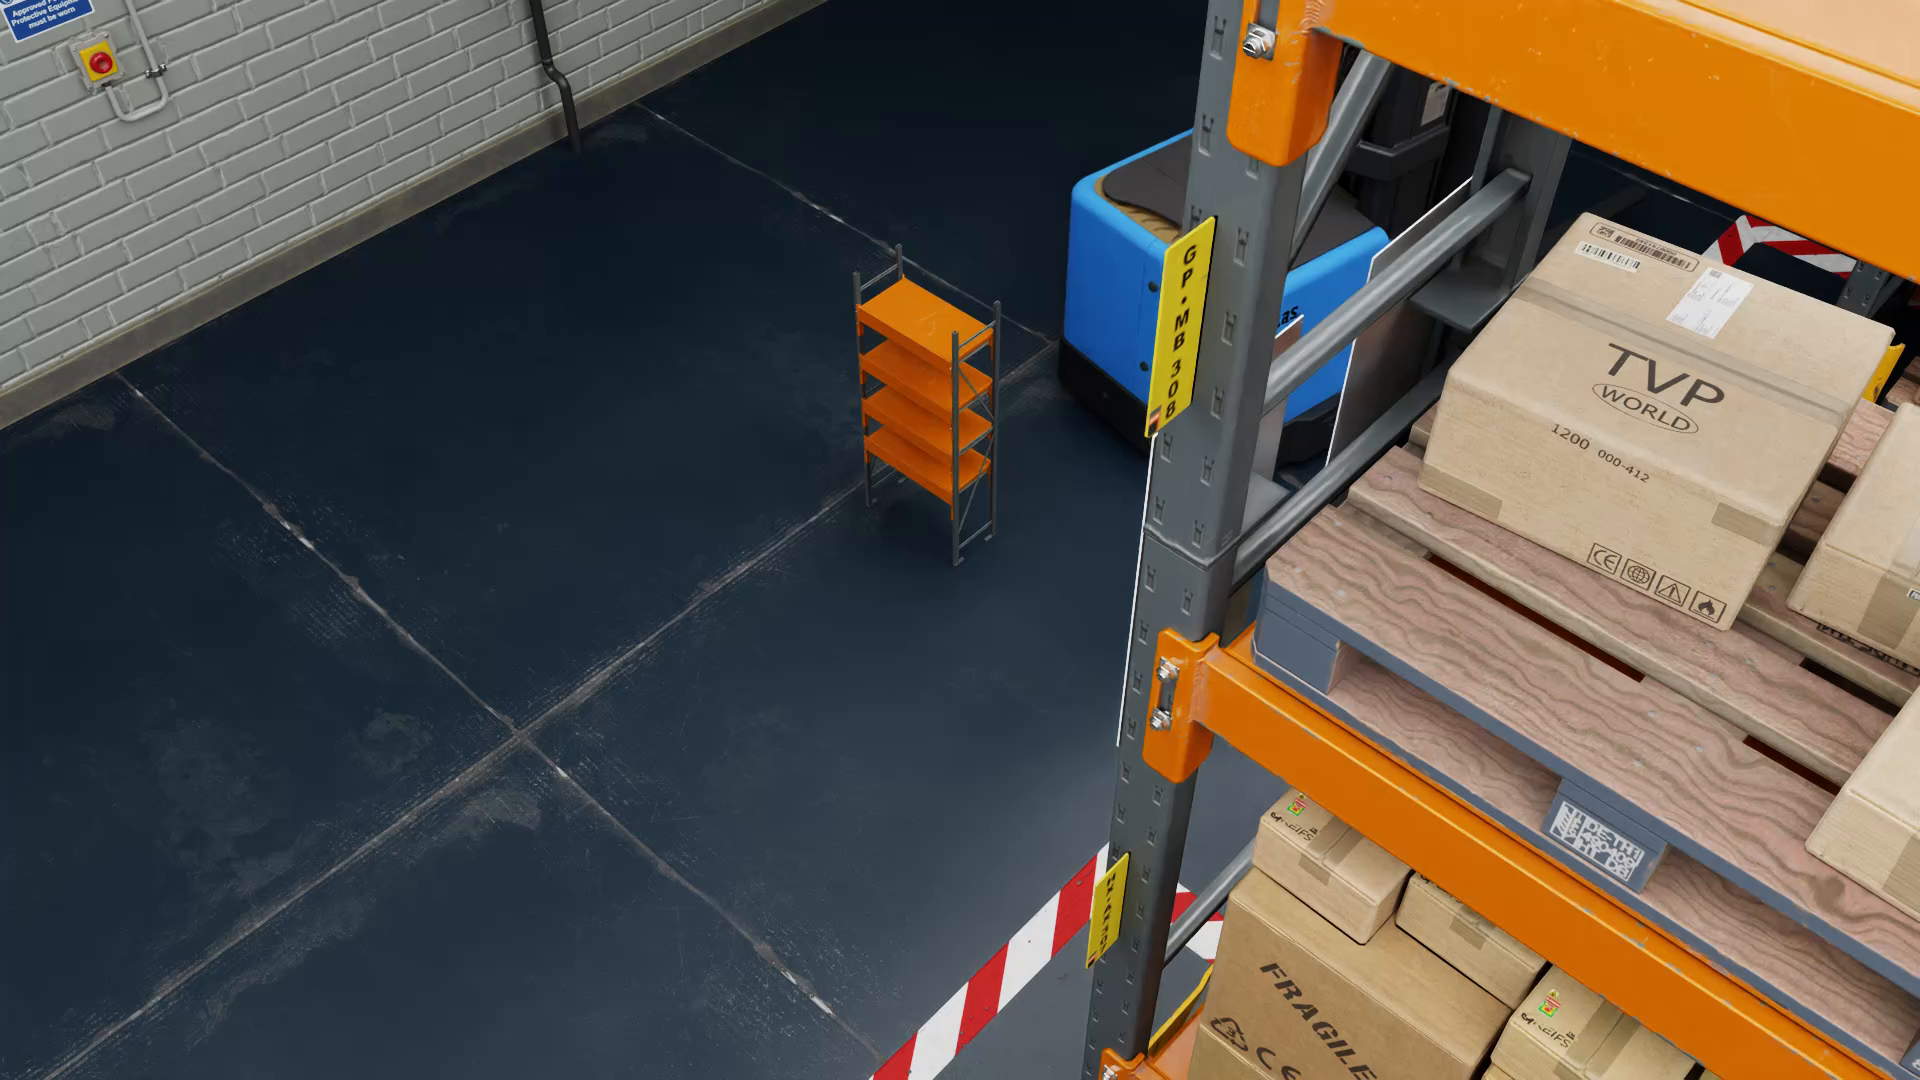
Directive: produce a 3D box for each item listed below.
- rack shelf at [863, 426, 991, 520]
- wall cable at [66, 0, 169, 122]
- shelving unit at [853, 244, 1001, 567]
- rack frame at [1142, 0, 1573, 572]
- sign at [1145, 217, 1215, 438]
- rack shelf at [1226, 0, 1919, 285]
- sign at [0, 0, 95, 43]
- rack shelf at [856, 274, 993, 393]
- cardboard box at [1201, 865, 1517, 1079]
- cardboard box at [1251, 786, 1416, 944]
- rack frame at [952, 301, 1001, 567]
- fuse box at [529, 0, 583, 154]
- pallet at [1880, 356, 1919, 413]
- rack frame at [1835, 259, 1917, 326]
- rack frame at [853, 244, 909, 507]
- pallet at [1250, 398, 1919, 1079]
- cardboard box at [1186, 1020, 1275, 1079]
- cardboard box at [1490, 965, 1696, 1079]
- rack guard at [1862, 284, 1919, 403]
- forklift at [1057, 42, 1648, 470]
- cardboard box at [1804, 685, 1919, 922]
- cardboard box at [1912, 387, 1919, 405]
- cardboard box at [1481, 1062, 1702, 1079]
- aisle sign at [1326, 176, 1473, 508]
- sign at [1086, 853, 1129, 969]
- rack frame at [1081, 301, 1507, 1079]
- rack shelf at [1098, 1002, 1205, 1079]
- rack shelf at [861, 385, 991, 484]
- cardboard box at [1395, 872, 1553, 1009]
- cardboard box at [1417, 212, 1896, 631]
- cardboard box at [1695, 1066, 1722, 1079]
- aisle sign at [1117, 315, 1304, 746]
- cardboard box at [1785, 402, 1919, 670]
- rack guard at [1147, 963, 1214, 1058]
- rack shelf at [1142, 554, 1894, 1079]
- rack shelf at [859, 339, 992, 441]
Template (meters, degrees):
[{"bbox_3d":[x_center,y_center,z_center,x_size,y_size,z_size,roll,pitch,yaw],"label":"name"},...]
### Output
[{"bbox_3d":[-0.122,-0.311,6.583,0.480,0.148,0.258,34,55,28],"label":"rack shelf"},{"bbox_3d":[-3.484,-2.356,6.186,0.123,1.953,0.585,34,55,28],"label":"wall cable"},{"bbox_3d":[-0.122,-0.493,6.389,0.503,1.200,0.258,34,55,28],"label":"shelving unit"},{"bbox_3d":[0.676,-1.276,1.775,0.127,3.000,1.000,34,55,28],"label":"rack frame"},{"bbox_3d":[0.295,-0.281,2.245,0.005,0.325,0.100,34,55,28],"label":"sign"},{"bbox_3d":[2.146,0.097,1.255,4.000,0.370,1.077,34,55,28],"label":"rack shelf"},{"bbox_3d":[-3.561,-2.094,6.474,0.001,0.218,0.327,34,55,28],"label":"sign"},{"bbox_3d":[-0.122,-0.762,6.103,0.480,0.148,0.258,34,55,28],"label":"rack shelf"},{"bbox_3d":[0.835,0.791,3.195,0.500,0.500,0.500,33,55,27],"label":"cardboard box"},{"bbox_3d":[0.749,0.503,3.020,0.250,0.149,0.380,35,56,28],"label":"cardboard box"},{"bbox_3d":[0.058,-0.372,6.276,0.015,1.200,0.240,34,55,28],"label":"rack frame"},{"bbox_3d":[-1.952,-2.610,8.027,0.414,1.711,0.539,34,55,28],"label":"fuse box"},{"bbox_3d":[4.682,-0.497,7.072,1.213,0.211,1.003,34,55,28],"label":"pallet"},{"bbox_3d":[4.040,-1.883,6.460,0.127,3.000,1.000,34,55,28],"label":"rack frame"},{"bbox_3d":[-0.301,-0.613,6.503,0.015,1.200,0.240,34,55,28],"label":"rack frame"},{"bbox_3d":[1.228,0.143,2.562,1.213,0.211,1.003,34,55,28],"label":"pallet"},{"bbox_3d":[0.834,1.135,3.558,0.500,0.500,0.500,34,55,27],"label":"cardboard box"},{"bbox_3d":[1.103,0.785,2.756,0.250,0.149,0.380,36,56,29],"label":"cardboard box"},{"bbox_3d":[4.095,-0.990,7.336,0.348,0.500,1.175,34,55,28],"label":"rack guard"},{"bbox_3d":[1.911,-2.058,6.672,3.031,2.935,1.130,-29,53,-24],"label":"forklift"},{"bbox_3d":[1.319,0.320,2.150,0.250,0.149,0.380,36,56,29],"label":"cardboard box"},{"bbox_3d":[4.425,-0.819,6.886,0.637,0.503,0.797,32,54,26],"label":"cardboard box"},{"bbox_3d":[1.220,1.043,2.959,0.500,0.500,0.500,32,55,27],"label":"cardboard box"},{"bbox_3d":[0.833,-0.314,3.204,0.004,0.787,0.394,34,55,28],"label":"aisle sign"},{"bbox_3d":[0.295,0.749,3.341,0.005,0.325,0.100,34,55,28],"label":"sign"},{"bbox_3d":[0.676,0.778,3.962,0.127,3.000,1.000,34,55,28],"label":"rack frame"},{"bbox_3d":[2.146,2.013,3.296,4.000,0.370,1.077,34,55,28],"label":"rack shelf"},{"bbox_3d":[-0.122,-0.446,6.438,0.480,0.148,0.258,34,55,28],"label":"rack shelf"},{"bbox_3d":[0.990,0.595,2.935,0.250,0.149,0.380,35,56,28],"label":"cardboard box"},{"bbox_3d":[1.068,-0.201,2.570,0.500,0.250,0.500,29,53,25],"label":"cardboard box"},{"bbox_3d":[1.309,0.905,2.643,0.250,0.149,0.380,32,55,27],"label":"cardboard box"},{"bbox_3d":[0.426,0.008,2.902,0.004,0.787,0.394,34,55,28],"label":"aisle sign"},{"bbox_3d":[1.430,-0.002,2.452,0.250,0.149,0.380,30,54,25],"label":"cardboard box"},{"bbox_3d":[0.658,1.622,4.884,0.348,0.500,1.175,34,55,28],"label":"rack guard"},{"bbox_3d":[2.146,0.986,2.202,4.000,0.370,1.077,34,55,28],"label":"rack shelf"},{"bbox_3d":[-0.122,-0.600,6.275,0.480,0.148,0.258,34,55,28],"label":"rack shelf"}]
